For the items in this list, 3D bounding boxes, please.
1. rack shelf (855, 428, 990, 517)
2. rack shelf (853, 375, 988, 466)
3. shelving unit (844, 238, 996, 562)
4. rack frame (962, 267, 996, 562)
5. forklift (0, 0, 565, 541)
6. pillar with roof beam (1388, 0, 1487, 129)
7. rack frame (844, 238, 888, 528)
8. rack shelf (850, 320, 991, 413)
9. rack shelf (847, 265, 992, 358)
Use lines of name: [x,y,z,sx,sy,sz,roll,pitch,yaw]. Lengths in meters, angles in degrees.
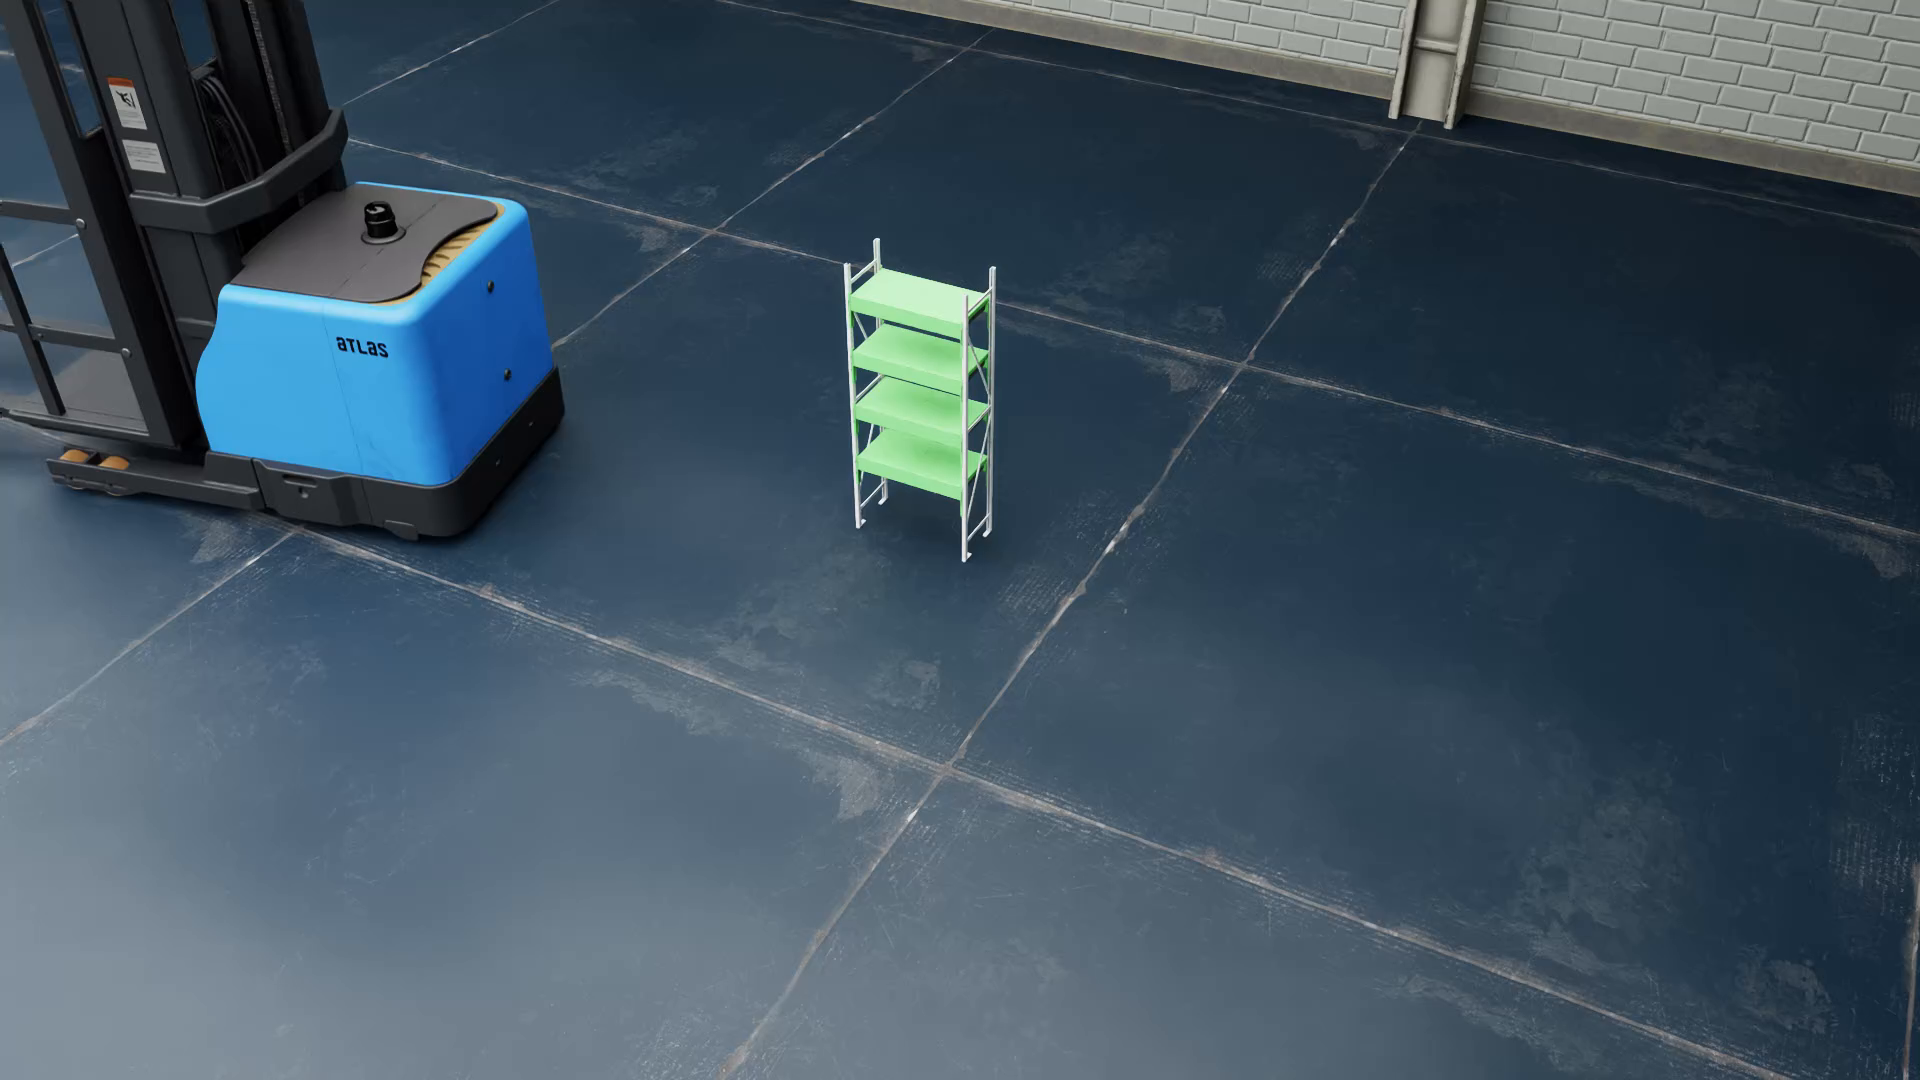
rack shelf: [-0.147,-0.282,6.632,0.480,0.148,0.258,17,41,21]
rack shelf: [-0.147,-0.473,6.486,0.480,0.148,0.258,17,41,21]
shelving unit: [-0.147,-0.524,6.448,0.503,1.200,0.258,17,41,21]
rack frame: [0.070,-0.456,6.358,0.015,1.200,0.240,17,41,21]
forklift: [-3.328,-1.649,6.498,3.031,2.935,1.130,9,38,12]
pillar with roof beam: [0.879,-3.880,4.418,0.400,9.000,9.100,17,41,21]
rack frame: [-0.364,-0.592,6.537,0.015,1.200,0.240,17,41,21]
rack shelf: [-0.147,-0.664,6.341,0.480,0.148,0.258,17,41,21]
rack shelf: [-0.147,-0.855,6.196,0.480,0.148,0.258,17,41,21]
